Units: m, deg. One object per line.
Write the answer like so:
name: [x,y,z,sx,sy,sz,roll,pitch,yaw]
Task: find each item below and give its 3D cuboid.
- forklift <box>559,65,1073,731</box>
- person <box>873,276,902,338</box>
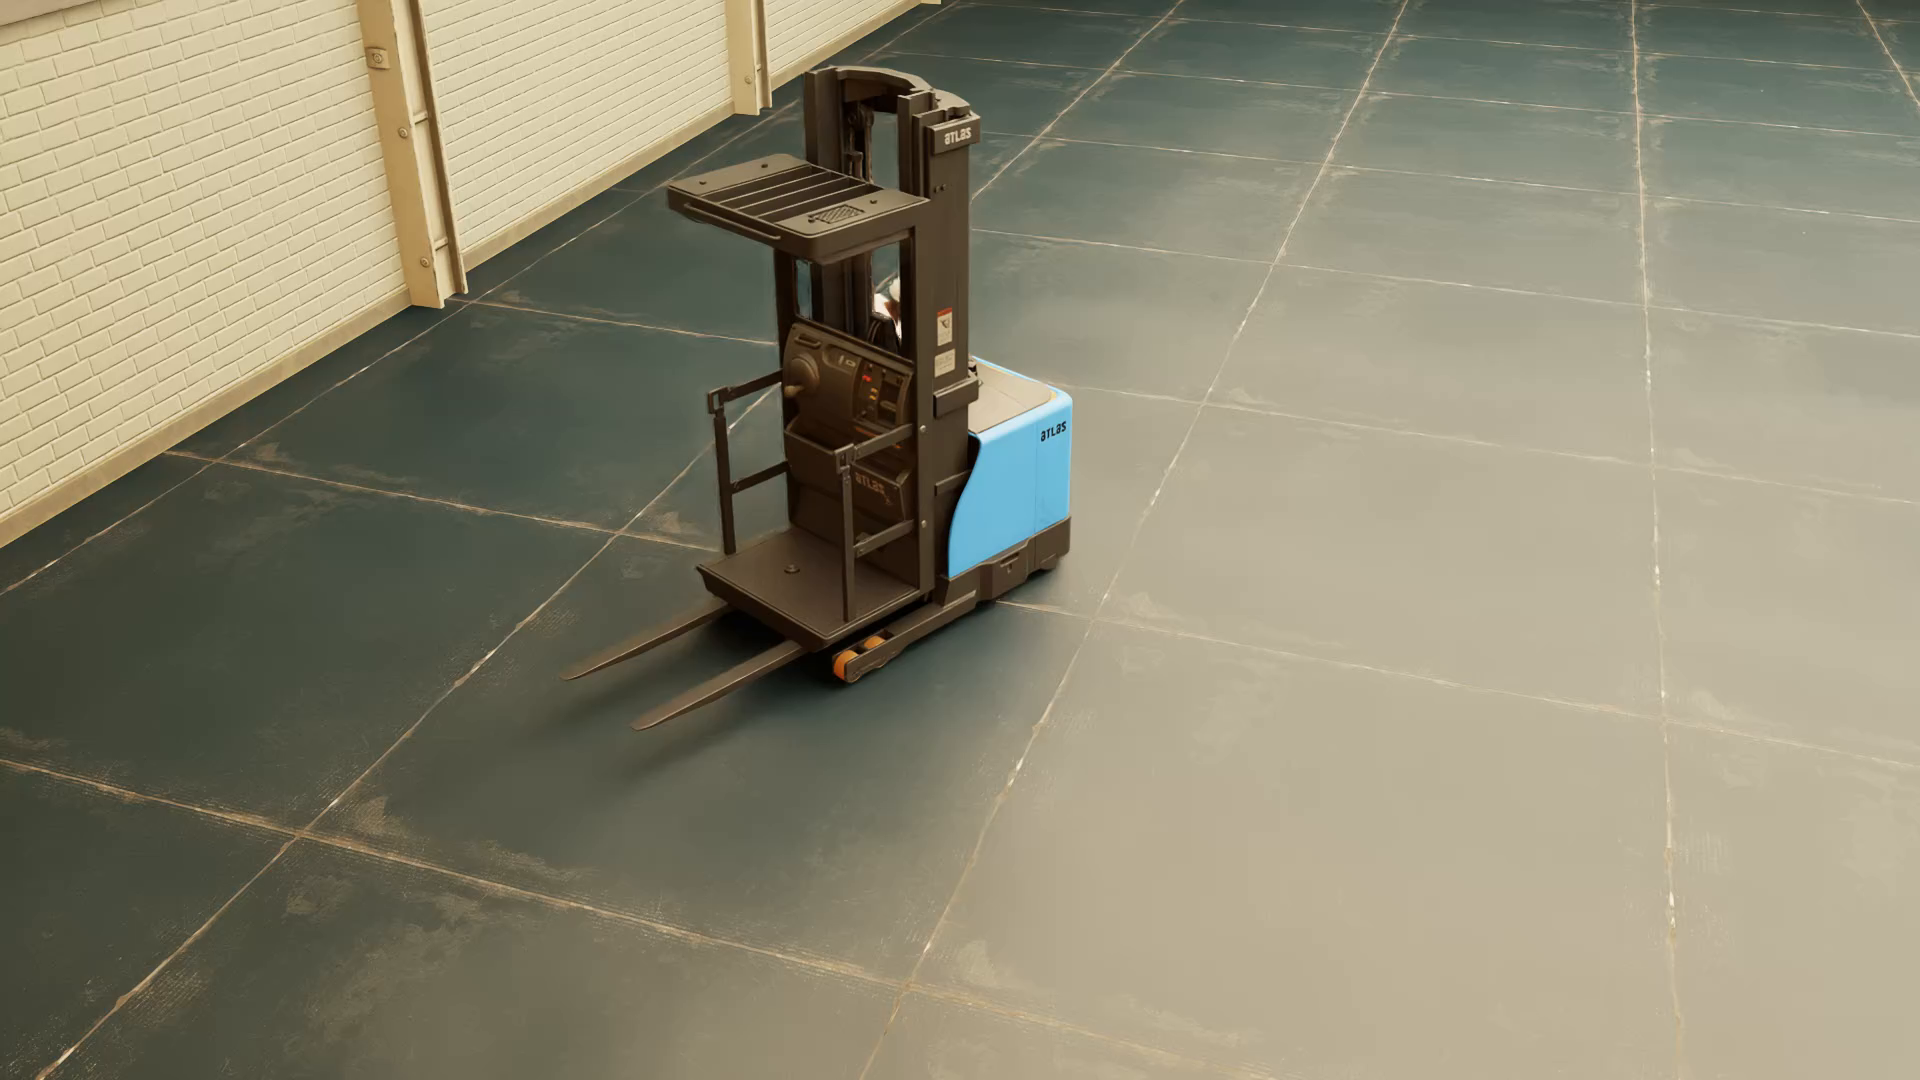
forklift: [-0.740,-0.809,8.556,1.130,2.935,3.031,26,39,37]
person: [-0.294,-1.028,10.493,0.949,1.489,1.100,-2,30,-3]
